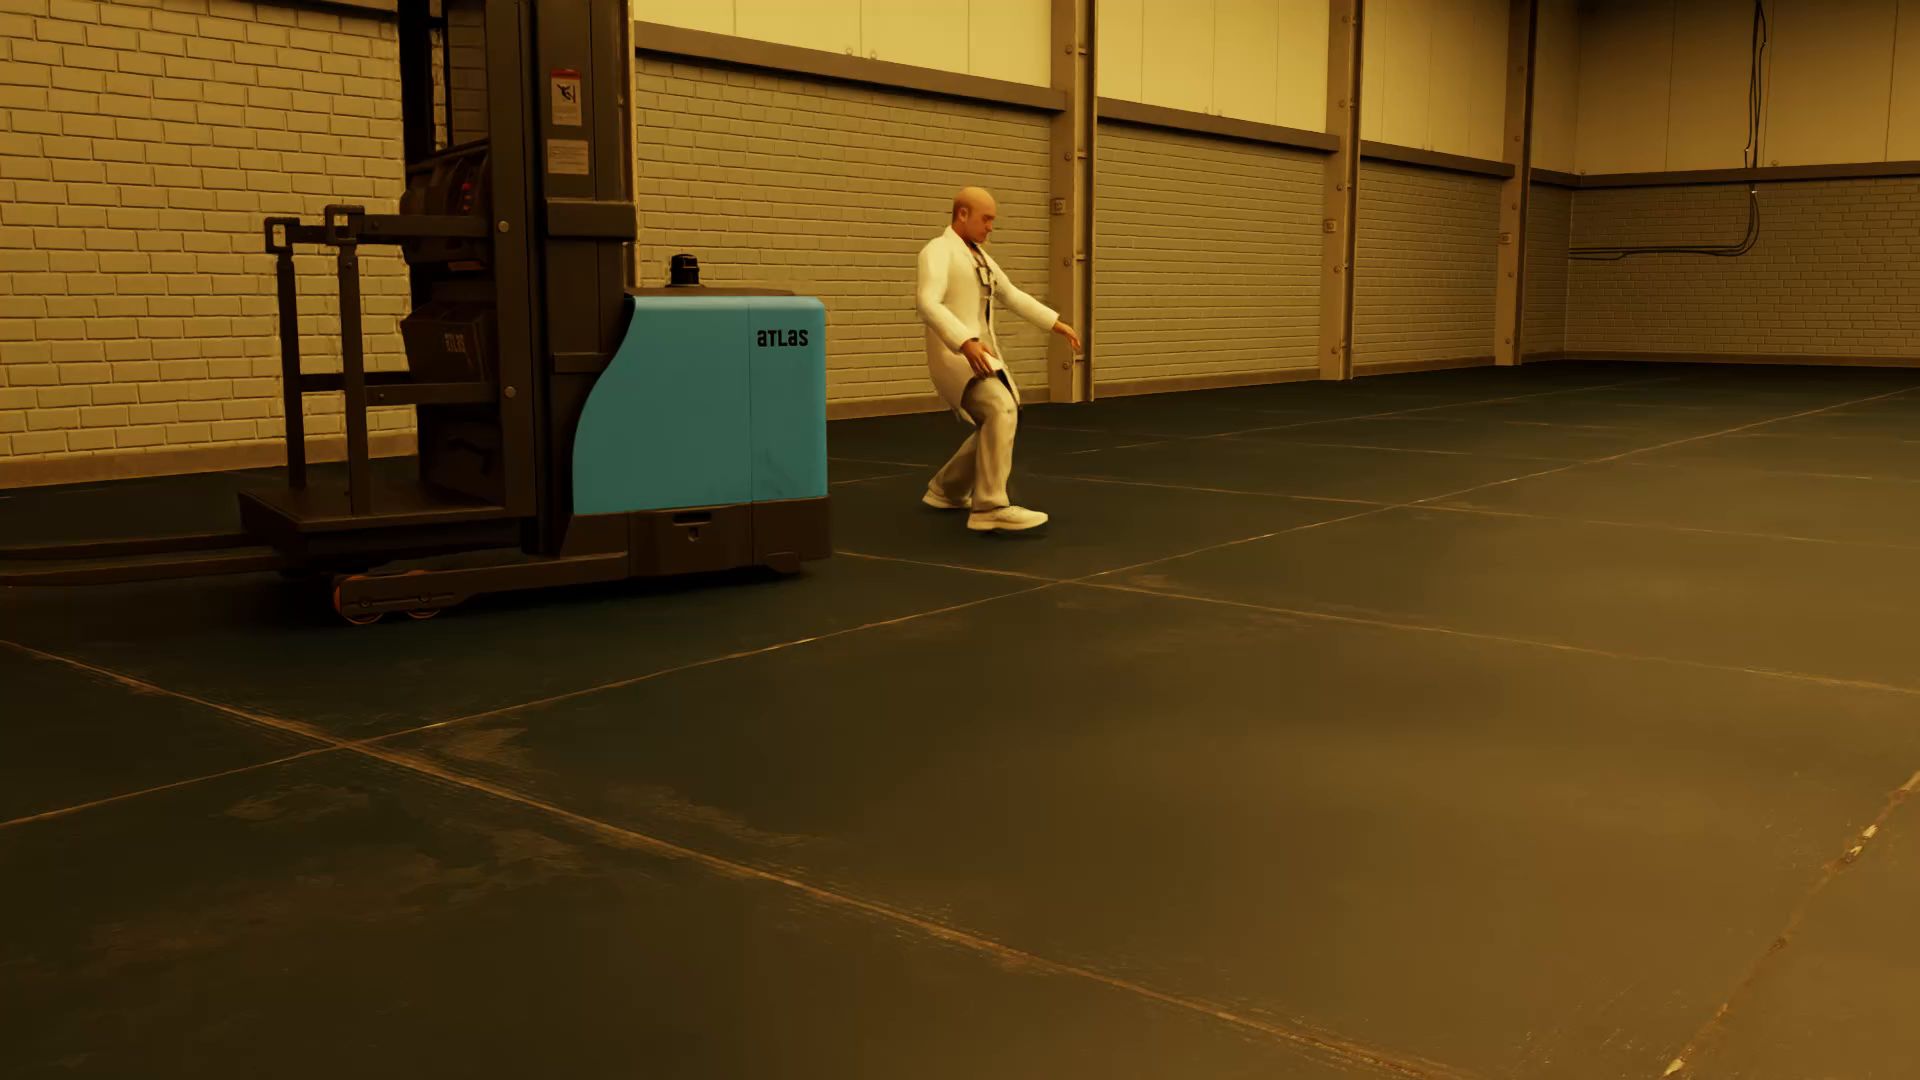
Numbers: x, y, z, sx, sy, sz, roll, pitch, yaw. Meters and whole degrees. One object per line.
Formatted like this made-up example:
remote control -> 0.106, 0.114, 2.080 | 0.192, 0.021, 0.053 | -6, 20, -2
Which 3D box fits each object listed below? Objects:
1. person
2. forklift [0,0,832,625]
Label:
person -> 0.138, -0.858, 7.954 | 0.967, 1.634, 1.032 | 4, 9, 27
forklift -> -2.017, -1.256, 5.867 | 3.031, 2.935, 1.130 | -5, 10, -32
